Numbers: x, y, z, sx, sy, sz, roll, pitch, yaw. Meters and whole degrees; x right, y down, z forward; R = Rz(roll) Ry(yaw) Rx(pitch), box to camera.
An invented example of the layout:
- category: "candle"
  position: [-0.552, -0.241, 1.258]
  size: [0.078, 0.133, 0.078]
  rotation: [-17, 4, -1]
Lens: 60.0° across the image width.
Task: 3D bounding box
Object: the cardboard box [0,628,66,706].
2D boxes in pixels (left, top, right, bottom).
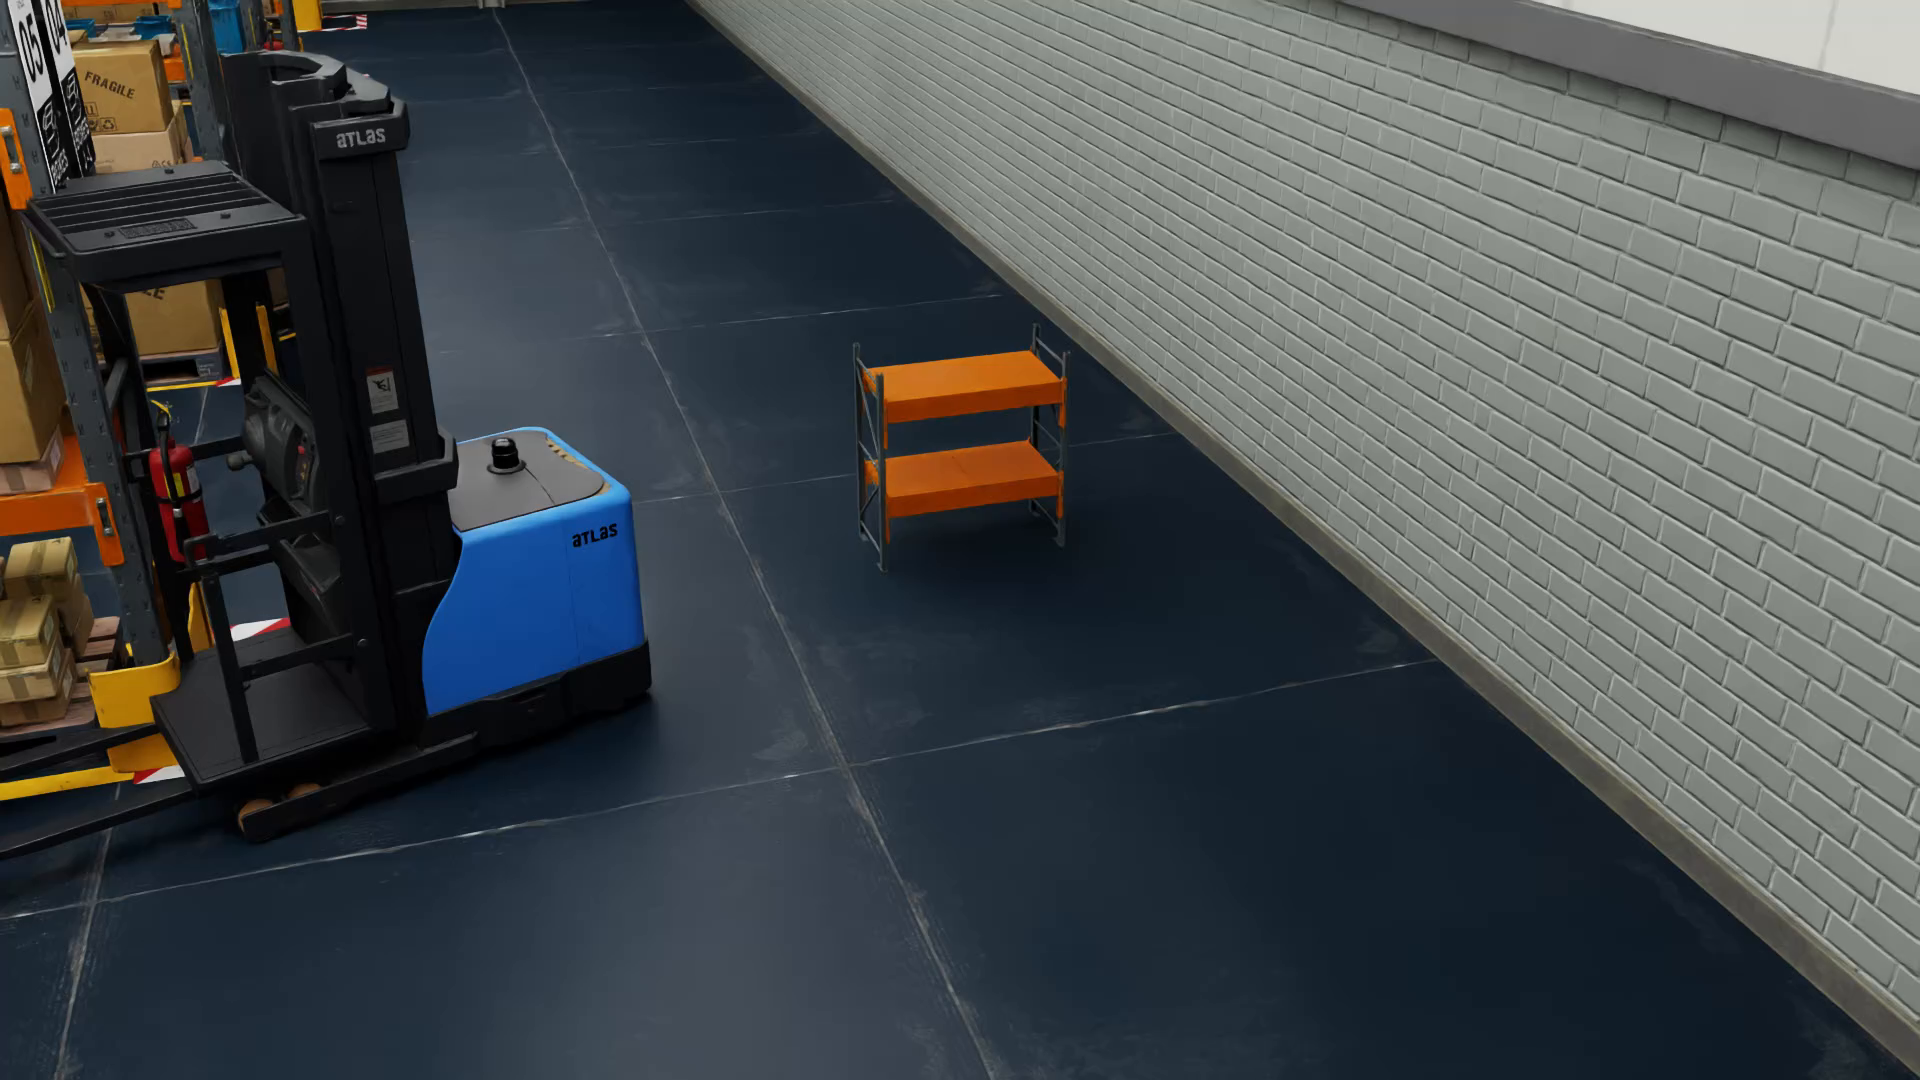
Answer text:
- category: "cardboard box"
  position: [-4.037, 0.544, 7.180]
  size: [0.250, 0.149, 0.380]
  rotation: [-9, 28, -17]

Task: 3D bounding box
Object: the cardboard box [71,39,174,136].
- category: "cardboard box"
  position: [-5.445, -2.940, 10.789]
  size: [0.500, 0.500, 0.500]
  rotation: [-8, 27, -15]

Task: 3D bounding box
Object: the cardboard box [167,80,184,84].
- category: "cardboard box"
  position: [-9.481, -5.573, 19.701]
  size: [0.500, 0.250, 0.500]
  rotation: [-8, 28, -16]

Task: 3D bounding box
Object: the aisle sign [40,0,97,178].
- category: "aisle sign"
  position: [-3.647, -1.906, 6.793]
  size: [0.004, 0.787, 0.394]
  rotation: [-8, 28, -16]

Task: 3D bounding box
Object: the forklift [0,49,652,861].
- category: "forklift"
  position: [-2.921, -0.354, 6.667]
  size: [3.031, 2.935, 1.130]
  rotation: [-18, 32, -32]

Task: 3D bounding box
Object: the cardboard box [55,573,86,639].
- category: "cardboard box"
  position: [-4.201, 0.314, 7.643]
  size: [0.250, 0.149, 0.380]
  rotation: [-7, 27, -14]

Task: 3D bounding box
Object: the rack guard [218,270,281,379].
- category: "rack guard"
  position: [-5.040, -1.600, 11.910]
  size: [0.348, 0.500, 1.175]
  rotation: [-8, 28, -16]

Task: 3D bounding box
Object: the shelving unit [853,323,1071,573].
- category: "shelving unit"
  position: [0.006, -0.505, 9.002]
  size: [1.048, 1.125, 0.538]
  rotation: [-8, 28, -16]

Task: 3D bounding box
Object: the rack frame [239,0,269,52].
- category: "rack frame"
  position: [-6.597, -4.810, 15.566]
  size: [0.127, 3.000, 1.000]
  rotation: [-8, 28, -16]

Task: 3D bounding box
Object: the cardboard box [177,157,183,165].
- category: "cardboard box"
  position: [-5.300, -2.415, 11.024]
  size: [0.250, 0.149, 0.380]
  rotation: [-8, 27, -15]

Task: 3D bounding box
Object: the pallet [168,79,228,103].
- category: "pallet"
  position: [-8.957, -5.535, 20.163]
  size: [1.213, 0.211, 1.003]
  rotation: [-8, 28, -16]

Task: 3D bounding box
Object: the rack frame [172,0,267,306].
- category: "rack frame"
  position: [-5.063, -2.716, 11.348]
  size: [0.127, 3.000, 1.000]
  rotation: [-8, 28, -16]

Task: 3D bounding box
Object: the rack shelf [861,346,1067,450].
- category: "rack shelf"
  position: [0.006, -0.767, 8.872]
  size: [1.000, 0.278, 0.538]
  rotation: [-8, 28, -16]

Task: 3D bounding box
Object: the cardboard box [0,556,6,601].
- category: "cardboard box"
  position: [-4.451, 0.235, 7.469]
  size: [0.250, 0.149, 0.380]
  rotation: [-8, 27, -15]

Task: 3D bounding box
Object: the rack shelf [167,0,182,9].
- category: "rack shelf"
  position: [-6.965, -3.462, 10.286]
  size: [4.000, 0.370, 1.077]
  rotation: [-8, 28, -16]

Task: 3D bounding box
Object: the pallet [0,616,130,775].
- category: "pallet"
  position: [-4.479, 0.751, 7.499]
  size: [1.213, 0.211, 1.003]
  rotation: [-8, 28, -16]

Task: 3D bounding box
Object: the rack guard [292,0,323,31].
- category: "rack guard"
  position: [-9.642, -7.883, 24.566]
  size: [0.348, 0.500, 1.175]
  rotation: [-8, 28, -16]

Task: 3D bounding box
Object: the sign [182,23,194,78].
- category: "sign"
  position: [-4.908, -3.109, 10.572]
  size: [0.005, 0.325, 0.100]
  rotation: [-8, 28, -16]

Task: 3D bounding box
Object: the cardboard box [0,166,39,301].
- category: "cardboard box"
  position: [-4.132, -1.281, 6.886]
  size: [0.500, 0.500, 0.500]
  rotation: [-8, 28, -16]

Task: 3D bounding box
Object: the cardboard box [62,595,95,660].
- category: "cardboard box"
  position: [-4.220, 0.421, 7.763]
  size: [0.250, 0.149, 0.380]
  rotation: [-8, 27, -15]

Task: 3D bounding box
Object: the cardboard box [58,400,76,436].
- category: "cardboard box"
  position: [-4.033, -0.586, 7.341]
  size: [0.250, 0.149, 0.380]
  rotation: [-8, 28, -17]

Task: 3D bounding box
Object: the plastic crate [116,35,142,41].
- category: "plastic crate"
  position: [-7.596, -4.496, 15.163]
  size: [0.243, 0.136, 0.396]
  rotation: [-8, 28, -16]

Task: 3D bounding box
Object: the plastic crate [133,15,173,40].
- category: "plastic crate"
  position: [-7.560, -4.777, 15.619]
  size: [0.300, 0.233, 0.416]
  rotation: [-8, 28, -16]

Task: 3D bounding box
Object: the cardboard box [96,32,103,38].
- category: "cardboard box"
  position: [-10.146, -5.694, 19.659]
  size: [0.637, 0.503, 0.797]
  rotation: [-8, 28, -16]

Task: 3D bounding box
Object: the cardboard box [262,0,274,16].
- category: "cardboard box"
  position: [-10.299, -7.929, 24.187]
  size: [0.500, 0.500, 0.700]
  rotation: [-8, 28, -16]

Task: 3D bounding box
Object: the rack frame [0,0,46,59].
- category: "rack frame"
  position: [-3.623, -3.292, 5.761]
  size: [0.127, 3.000, 1.000]
  rotation: [-8, 28, -16]

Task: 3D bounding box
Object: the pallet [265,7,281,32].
- category: "pallet"
  position: [-10.401, -7.607, 24.335]
  size: [1.213, 0.211, 1.003]
  rotation: [-8, 28, -16]

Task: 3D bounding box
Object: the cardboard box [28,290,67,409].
- category: "cardboard box"
  position: [-4.136, -0.838, 7.118]
  size: [0.500, 0.500, 0.500]
  rotation: [-7, 27, -14]

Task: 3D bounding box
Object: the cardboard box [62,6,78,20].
- category: "cardboard box"
  position: [-12.725, -7.576, 23.476]
  size: [0.500, 0.500, 0.700]
  rotation: [-8, 27, -15]

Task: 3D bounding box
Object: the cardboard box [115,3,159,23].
- category: "cardboard box"
  position: [-11.758, -7.714, 23.753]
  size: [0.500, 0.500, 0.700]
  rotation: [-8, 27, -15]

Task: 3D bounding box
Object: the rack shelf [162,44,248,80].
- category: "rack shelf"
  position: [-8.499, -4.213, 15.171]
  size: [4.000, 0.370, 1.077]
  rotation: [-8, 28, -16]

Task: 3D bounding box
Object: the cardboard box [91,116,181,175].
- category: "cardboard box"
  position: [-5.442, -2.603, 10.954]
  size: [0.500, 0.250, 0.500]
  rotation: [-9, 28, -17]

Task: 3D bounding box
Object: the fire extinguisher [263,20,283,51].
- category: "fire extinguisher"
  position: [-6.313, -4.437, 15.321]
  size: [0.183, 0.674, 0.296]
  rotation: [-8, 28, -16]

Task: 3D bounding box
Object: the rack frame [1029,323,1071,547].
- category: "rack frame"
  position: [0.490, -0.575, 9.143]
  size: [0.032, 1.125, 0.500]
  rotation: [-8, 28, -16]

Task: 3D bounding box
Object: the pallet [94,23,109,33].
- category: "pallet"
  position: [-12.721, -7.271, 23.658]
  size: [1.213, 0.211, 1.003]
  rotation: [-8, 28, -16]

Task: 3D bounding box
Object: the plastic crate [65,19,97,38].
- category: "plastic crate"
  position: [-8.186, -4.686, 15.436]
  size: [0.300, 0.233, 0.416]
  rotation: [-8, 28, -16]

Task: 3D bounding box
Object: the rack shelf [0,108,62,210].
- category: "rack shelf"
  position: [-5.525, -1.351, 6.034]
  size: [4.000, 0.370, 1.077]
  rotation: [-8, 28, -16]
